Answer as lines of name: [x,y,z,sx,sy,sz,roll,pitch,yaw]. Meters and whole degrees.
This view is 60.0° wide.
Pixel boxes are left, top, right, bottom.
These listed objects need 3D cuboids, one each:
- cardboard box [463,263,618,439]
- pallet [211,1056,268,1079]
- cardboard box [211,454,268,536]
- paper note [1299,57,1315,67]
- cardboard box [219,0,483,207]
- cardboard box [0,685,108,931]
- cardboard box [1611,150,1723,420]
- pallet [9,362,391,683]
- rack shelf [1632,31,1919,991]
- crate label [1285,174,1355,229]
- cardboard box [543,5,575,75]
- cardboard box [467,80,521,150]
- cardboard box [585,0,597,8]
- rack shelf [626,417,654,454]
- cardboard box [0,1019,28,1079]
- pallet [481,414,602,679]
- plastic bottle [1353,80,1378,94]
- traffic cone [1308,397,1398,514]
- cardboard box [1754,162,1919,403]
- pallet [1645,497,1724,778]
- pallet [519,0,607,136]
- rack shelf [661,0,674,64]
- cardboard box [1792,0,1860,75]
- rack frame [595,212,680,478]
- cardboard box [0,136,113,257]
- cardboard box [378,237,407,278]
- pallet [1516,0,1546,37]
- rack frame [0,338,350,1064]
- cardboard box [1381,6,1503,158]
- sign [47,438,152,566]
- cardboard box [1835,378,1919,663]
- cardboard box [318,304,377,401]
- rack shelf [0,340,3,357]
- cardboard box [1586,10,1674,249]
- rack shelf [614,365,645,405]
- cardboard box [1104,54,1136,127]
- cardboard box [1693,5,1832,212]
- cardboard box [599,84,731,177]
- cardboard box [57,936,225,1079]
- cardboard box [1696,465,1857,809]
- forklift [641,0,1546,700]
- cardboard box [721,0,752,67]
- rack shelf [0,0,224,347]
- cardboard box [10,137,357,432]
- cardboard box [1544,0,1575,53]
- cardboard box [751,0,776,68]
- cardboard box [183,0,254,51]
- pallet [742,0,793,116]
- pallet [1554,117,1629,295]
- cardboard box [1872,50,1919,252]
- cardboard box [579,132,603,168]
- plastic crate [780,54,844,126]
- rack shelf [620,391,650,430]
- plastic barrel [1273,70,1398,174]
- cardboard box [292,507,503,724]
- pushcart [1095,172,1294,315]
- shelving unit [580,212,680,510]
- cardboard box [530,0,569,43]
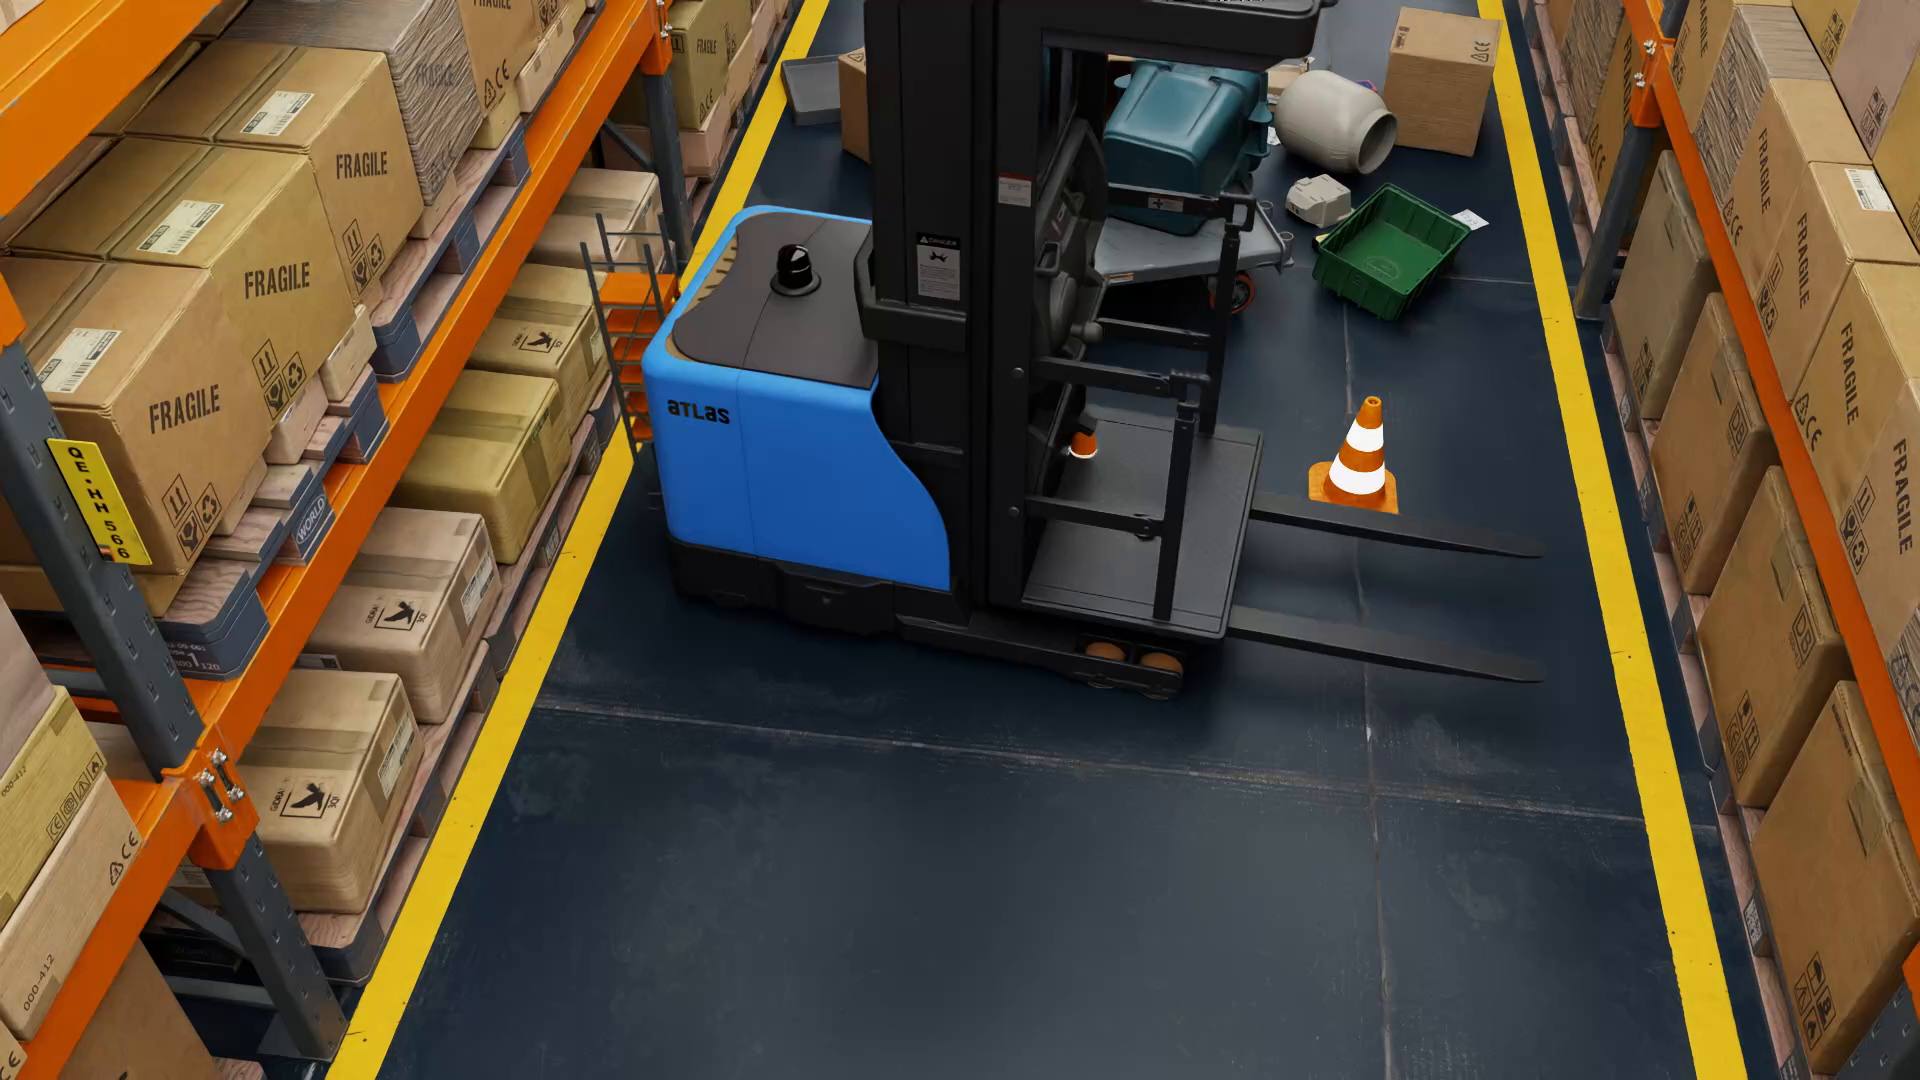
cardboard box: [-1.886,-0.776,6.493,0.950,0.372,0.625,8,44,8]
pallet: [-2.435,1.844,4.149,1.003,0.211,1.213,5,44,6]
cardboard box: [-1.958,-0.155,4.109,0.380,0.149,0.250,3,44,3]
paper note: [1.872,-2.577,8.964,0.032,0.001,0.123,28,50,26]
cardboard box: [-1.768,-1.340,4.889,0.500,0.500,0.500,4,44,4]
cardboard box: [-2.068,0.527,3.257,0.500,0.250,0.500,5,44,5]
cardboard box: [3.200,-0.948,6.401,1.050,0.750,0.750,5,44,5]
pallet: [-2.267,-0.125,4.340,1.213,0.211,1.003,5,44,6]
rack shelf: [2.928,-0.420,5.035,1.077,0.370,4.000,5,44,6]
crate label: [1.693,-1.606,7.846,0.298,0.136,0.250,-24,48,-23]
cardboard box: [-1.573,-1.754,5.798,0.380,0.149,0.250,5,44,5]
cardboard box: [-1.671,-1.417,5.442,0.380,0.149,0.250,5,44,5]
cardboard box: [-1.522,-2.111,6.175,0.380,0.149,0.250,6,44,6]
rack shelf: [-1.091,-0.405,6.208,0.258,0.103,0.180,3,43,7]
cardboard box: [-2.118,1.073,3.044,0.500,0.250,0.500,6,44,6]
pallet: [-1.988,-0.048,6.147,1.003,0.211,1.213,5,44,6]
plastic bottle: [2.020,-2.334,8.670,0.283,0.061,0.133,-9,44,-9]
traffic cone: [1.519,-0.346,6.279,0.336,0.463,0.334,5,44,6]
cardboard box: [2.654,-0.716,4.752,0.500,0.500,0.500,6,44,6]
pallet: [3.007,0.335,5.743,1.003,0.211,1.213,5,44,6]
pallet: [-1.972,-1.848,6.159,1.003,0.211,1.213,5,44,6]
rack shelf: [-1.463,-3.527,8.316,1.077,0.370,4.000,5,44,6]
cardboard box: [3.067,-1.754,5.121,0.700,0.500,0.500,5,44,5]
rack frame: [-1.095,-0.676,6.081,0.240,1.200,0.006,3,43,7]
cardboard box: [-2.414,-0.684,4.197,0.500,0.500,0.500,5,44,5]
cardboard box: [-1.866,-0.890,4.885,0.380,0.149,0.250,7,44,7]
pallet: [3.693,-3.206,9.482,1.003,0.211,1.213,5,44,6]
rack frame: [-2.256,0.301,3.751,1.000,3.000,0.127,5,44,6]
cardboard box: [2.381,-2.289,8.302,0.500,0.500,0.500,12,45,13]
sign: [-1.705,-0.071,3.302,0.100,0.325,0.005,5,44,6]
cardboard box: [2.525,-0.025,4.023,0.500,0.500,0.500,5,44,6]
cardboard box: [-1.819,-0.522,4.497,0.380,0.149,0.250,5,44,6]
rack shelf: [-2.520,0.836,1.527,1.077,0.370,4.000,5,44,6]
cardboard box: [3.345,-1.847,7.259,0.875,0.875,0.875,6,44,6]
rack shelf: [-1.105,-0.581,6.045,0.258,0.103,0.180,3,43,7]
cardboard box: [0.963,-2.229,8.139,0.797,0.637,0.503,5,44,6]
cardboard box: [2.790,-1.402,5.477,0.500,0.500,0.500,6,44,6]
cardboard box: [-1.382,-1.957,7.829,0.500,0.250,0.500,3,44,4]
cardboard box: [-2.430,1.383,3.848,0.875,0.875,0.875,5,44,5]
cardboard box: [2.946,0.343,5.036,1.050,0.750,0.750,6,44,6]
forklift: [0.532,-0.926,5.096,3.031,2.935,1.130,10,44,11]
cardboard box: [-1.323,-2.595,7.958,0.500,0.500,0.500,7,44,7]
rack shelf: [-1.992,-1.890,4.406,1.077,0.370,4.000,5,44,6]
cardboard box: [-1.905,-0.637,4.147,0.500,0.500,0.500,7,44,8]
cardboard box: [3.583,-3.083,8.564,0.875,0.875,0.875,5,44,5]
cardboard box: [-1.255,-2.683,8.597,0.500,0.250,0.500,5,44,5]
cardboard box: [-2.275,-1.400,4.953,0.500,0.500,0.500,4,44,4]
pallet: [-1.515,-2.707,8.956,1.003,0.211,1.213,5,44,6]
pallet: [3.371,-1.543,7.726,1.003,0.211,1.213,5,44,6]
cardboard box: [2.932,-1.065,4.394,0.700,0.500,0.500,5,44,5]
cardboard box: [-1.916,-2.007,7.882,0.500,0.250,0.500,7,44,7]
plastic crate: [-0.707,-2.360,8.685,0.402,0.080,0.583,-9,44,-9]
rack shelf: [-1.098,-0.493,6.126,0.258,0.103,0.180,3,43,7]
plastic barrel: [1.822,-2.021,8.077,0.421,0.421,0.512,-32,52,-29]
cardboard box: [-2.082,0.215,5.447,0.950,0.372,0.625,4,44,5]
pushcart: [0.539,-1.300,7.348,1.648,0.377,0.936,-9,44,-9]
shelving unit: [-1.107,-0.613,6.015,0.258,1.200,0.189,3,43,7]
cardboard box: [-1.625,-2.048,5.637,0.500,0.500,0.500,5,44,6]
